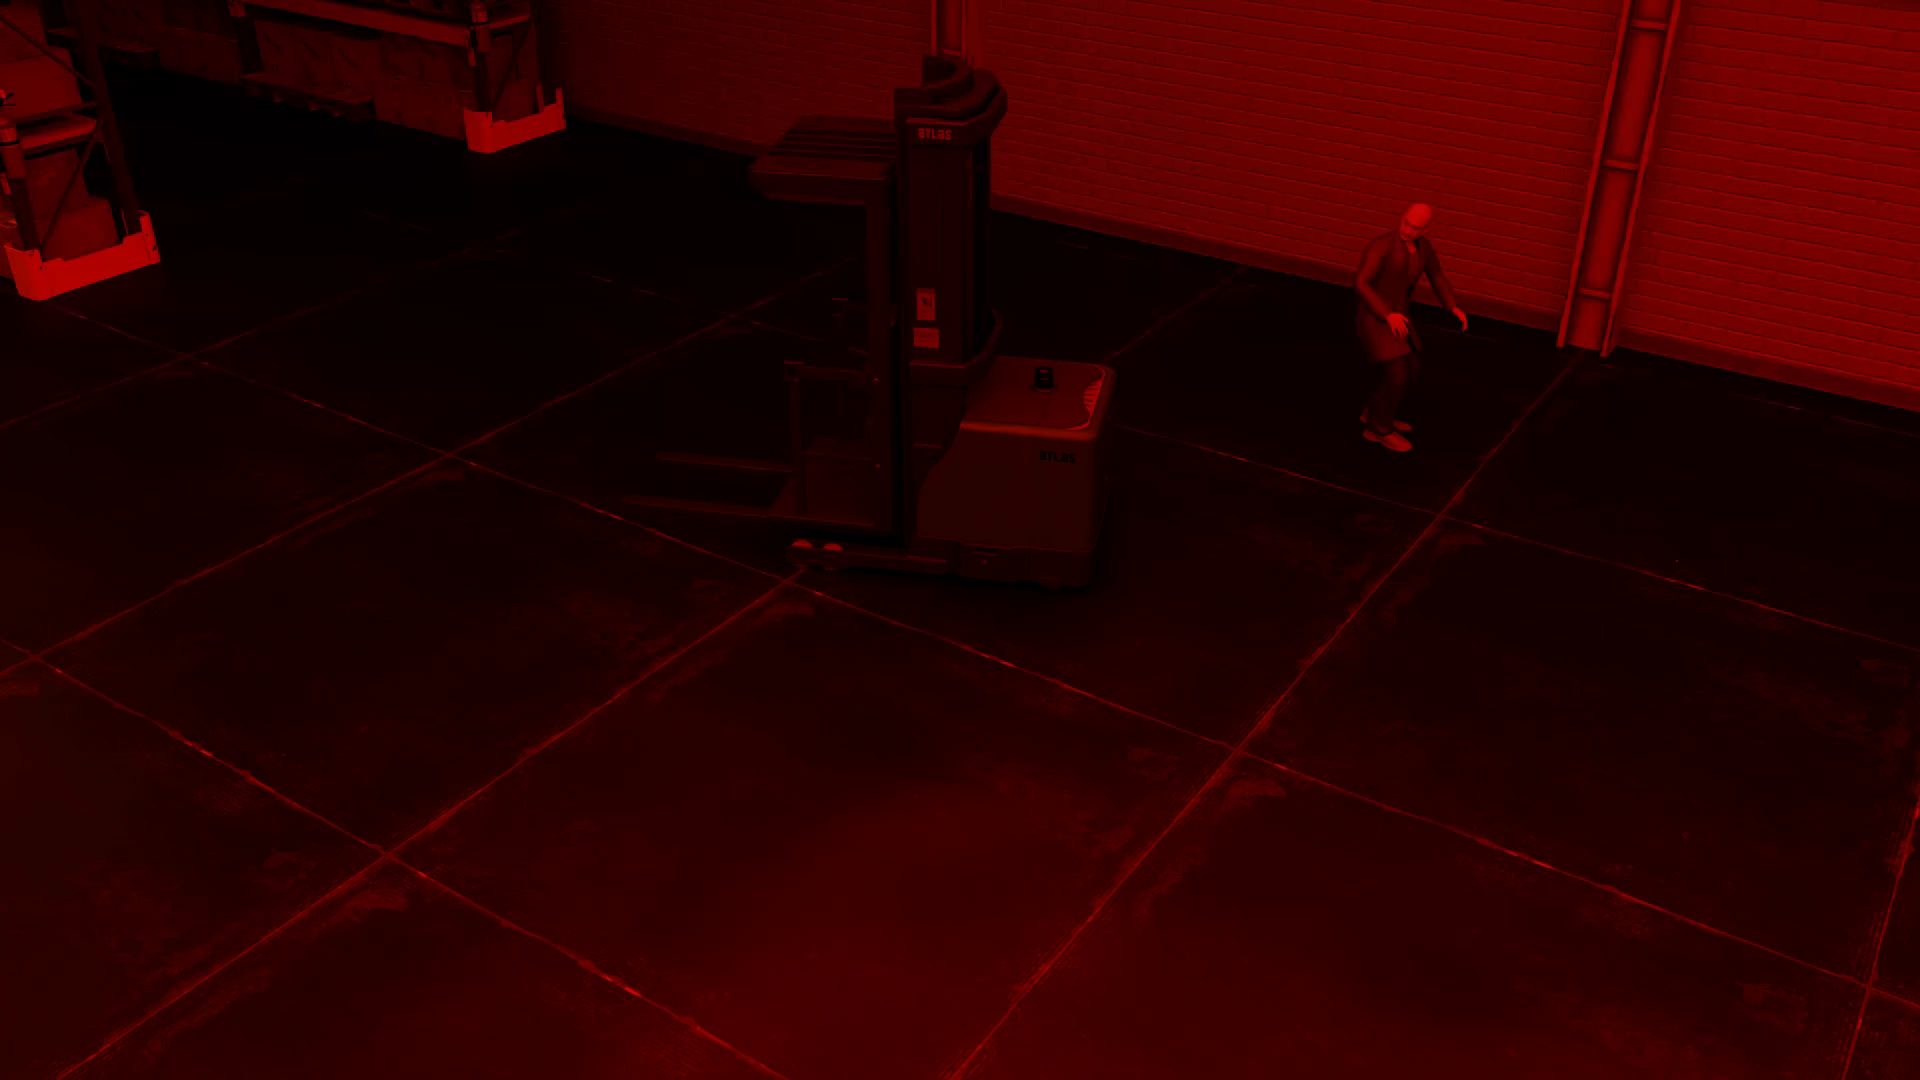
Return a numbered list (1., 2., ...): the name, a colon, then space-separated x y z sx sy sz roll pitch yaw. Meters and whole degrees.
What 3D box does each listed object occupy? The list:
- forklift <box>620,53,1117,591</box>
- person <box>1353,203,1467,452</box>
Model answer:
1. forklift: -0.596 -1.330 9.871 3.031 2.935 1.130 6 31 10
2. person: 3.030 -1.444 11.325 0.831 1.725 0.609 -26 39 -37
